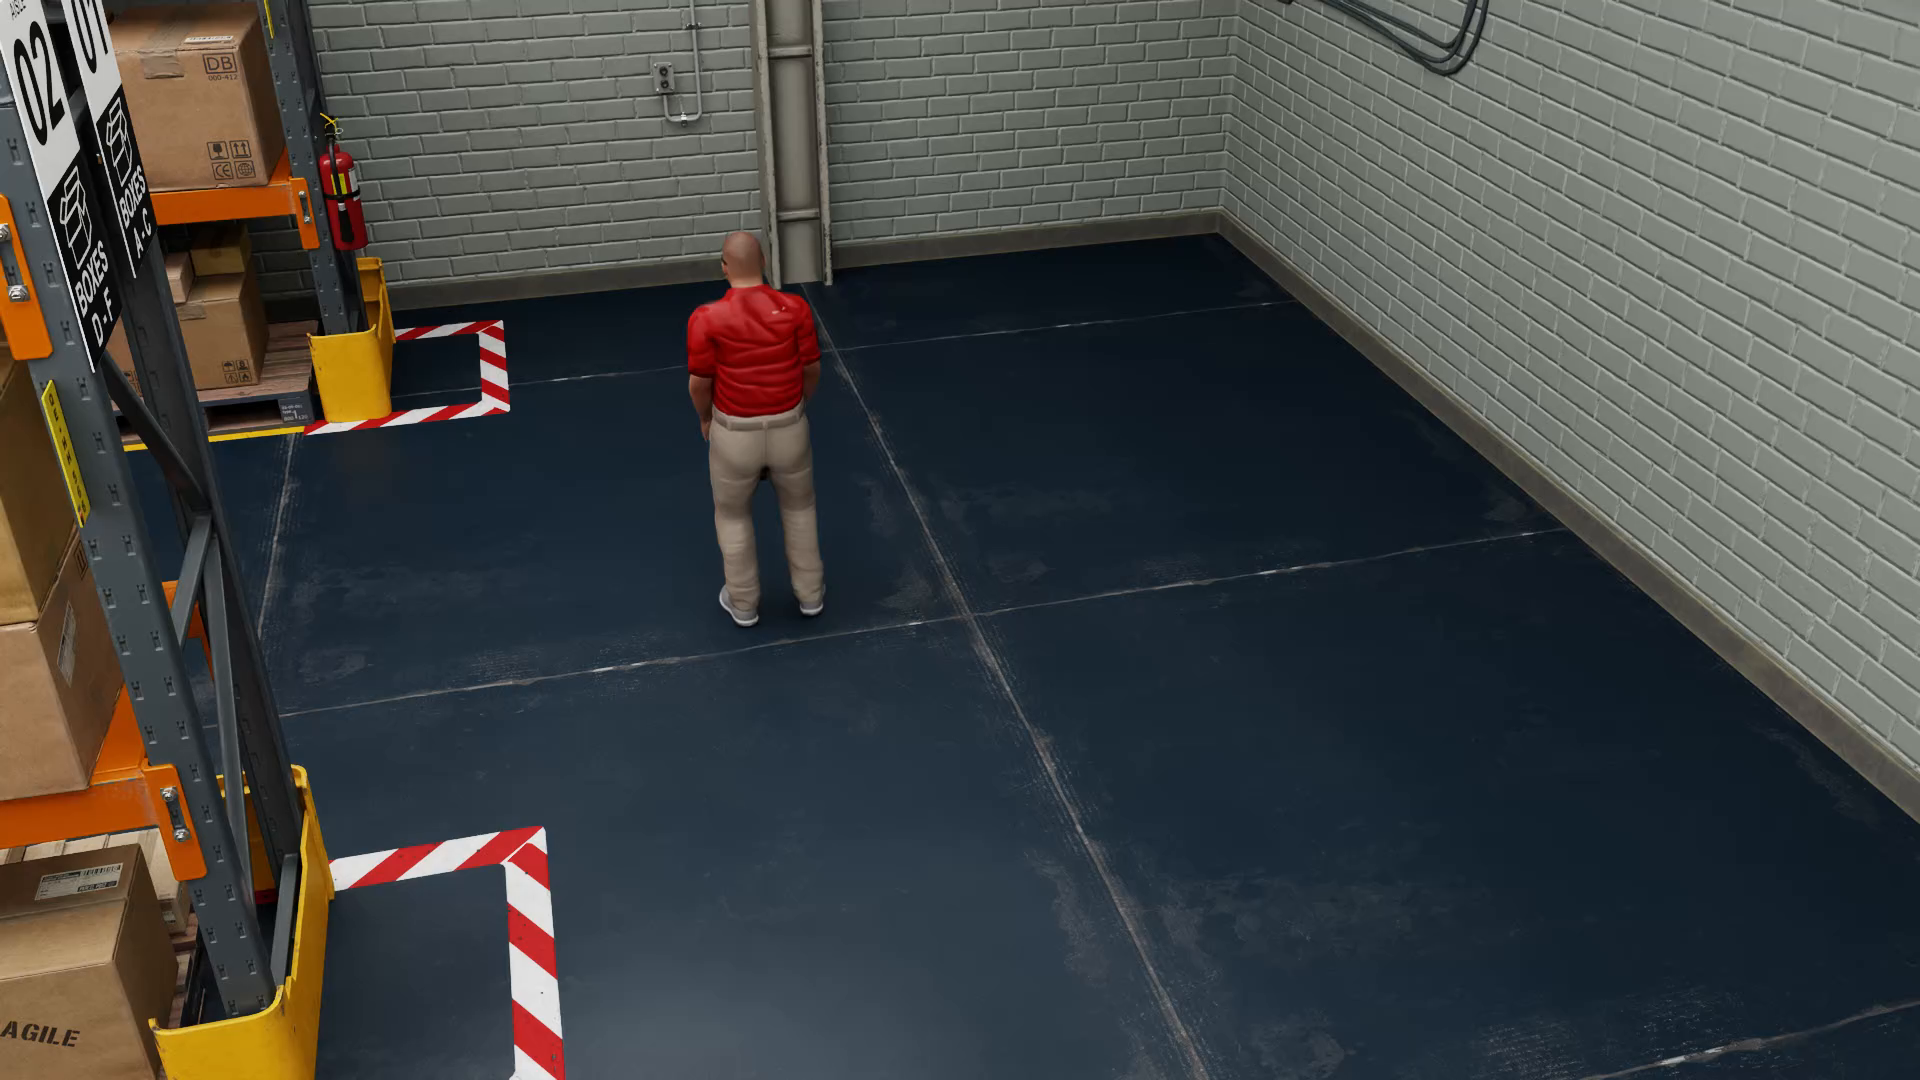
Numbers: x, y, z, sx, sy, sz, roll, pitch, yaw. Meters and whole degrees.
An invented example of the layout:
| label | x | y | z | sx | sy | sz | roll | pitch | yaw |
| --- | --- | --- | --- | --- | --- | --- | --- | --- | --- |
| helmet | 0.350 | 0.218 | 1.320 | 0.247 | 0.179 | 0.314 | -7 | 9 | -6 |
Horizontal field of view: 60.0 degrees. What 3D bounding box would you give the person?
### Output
| label | x | y | z | sx | sy | sz | roll | pitch | yaw |
| --- | --- | --- | --- | --- | --- | --- | --- | --- | --- |
| person | -0.839 | -0.447 | 6.911 | 0.558 | 1.731 | 0.392 | -9 | 31 | -14 |
